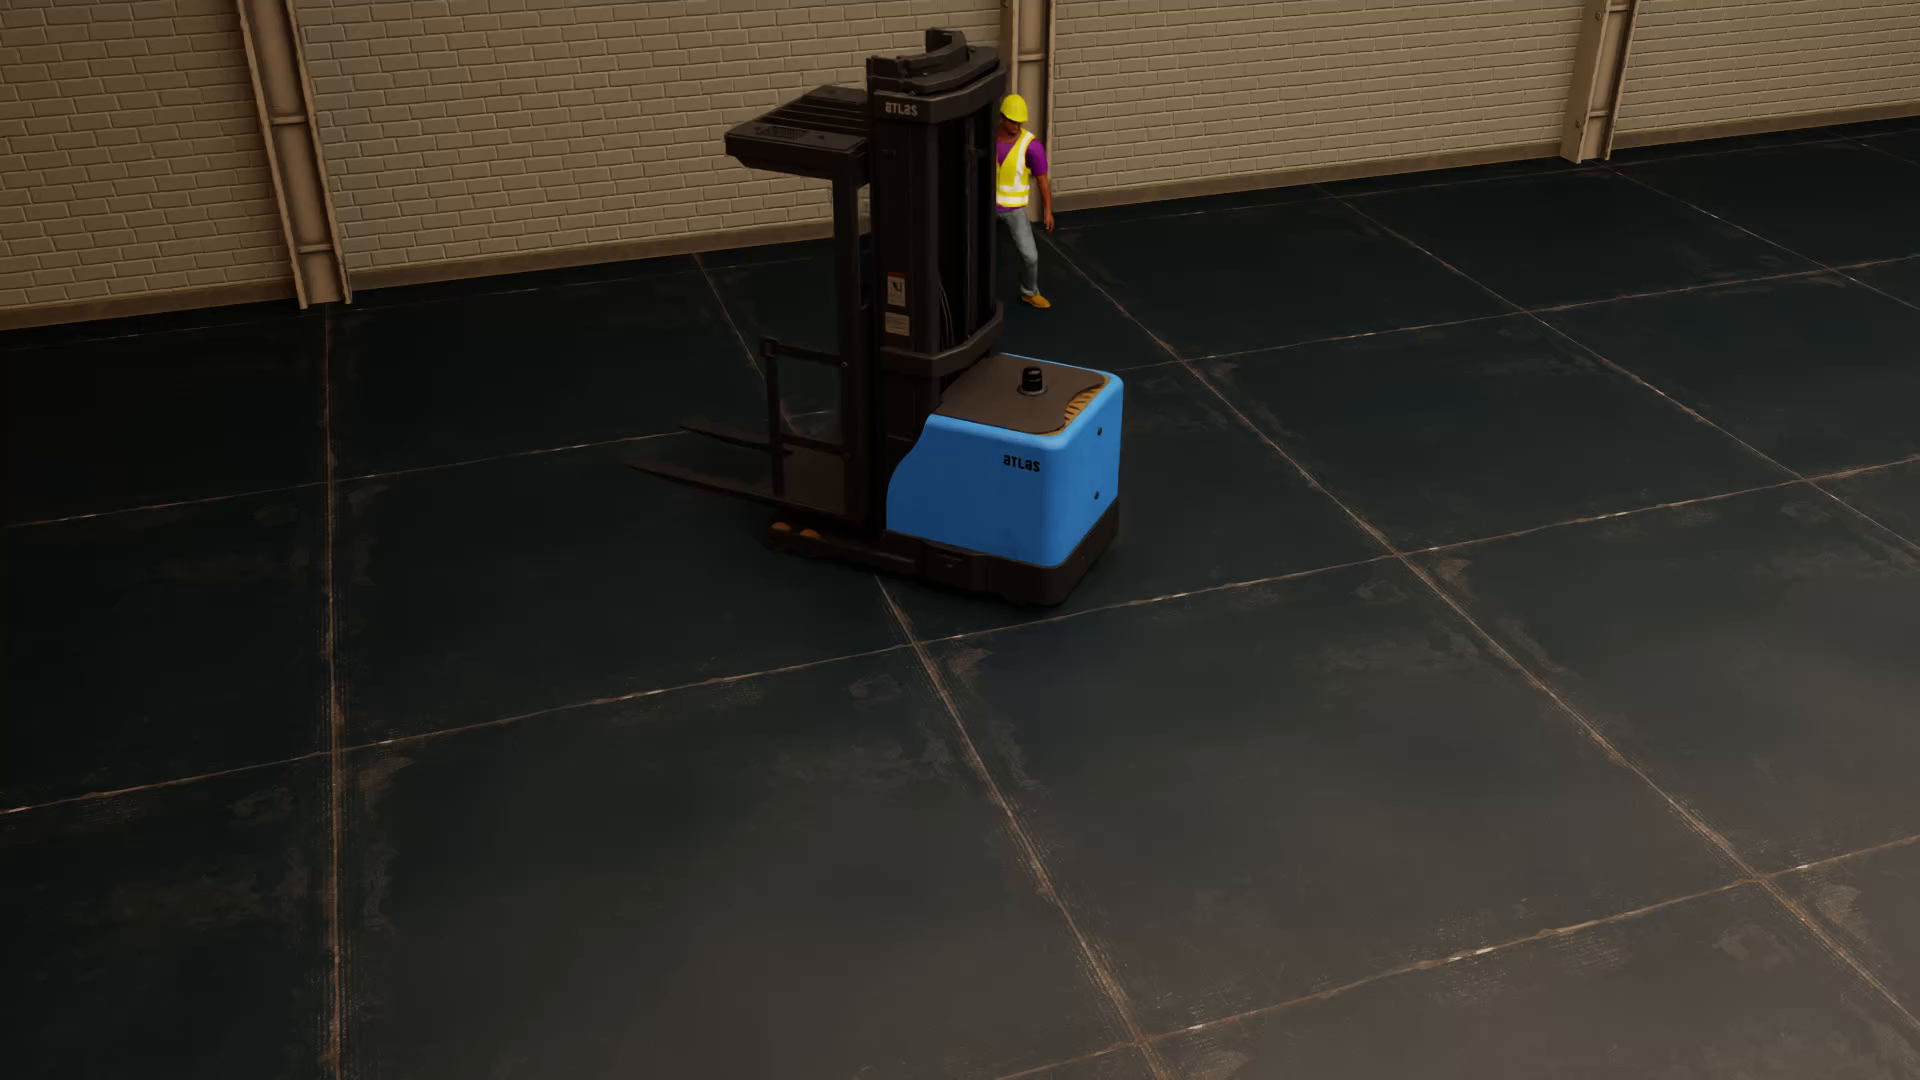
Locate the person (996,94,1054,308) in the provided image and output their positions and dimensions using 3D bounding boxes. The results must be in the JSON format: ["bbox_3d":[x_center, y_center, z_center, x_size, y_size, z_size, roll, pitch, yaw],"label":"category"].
[{"bbox_3d":[0.293,-2.649,12.960,0.911,1.708,0.503,7,31,12],"label":"person"}]

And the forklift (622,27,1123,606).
[{"bbox_3d":[-0.610,-1.388,9.500,3.031,2.935,1.130,13,32,22],"label":"forklift"}]
